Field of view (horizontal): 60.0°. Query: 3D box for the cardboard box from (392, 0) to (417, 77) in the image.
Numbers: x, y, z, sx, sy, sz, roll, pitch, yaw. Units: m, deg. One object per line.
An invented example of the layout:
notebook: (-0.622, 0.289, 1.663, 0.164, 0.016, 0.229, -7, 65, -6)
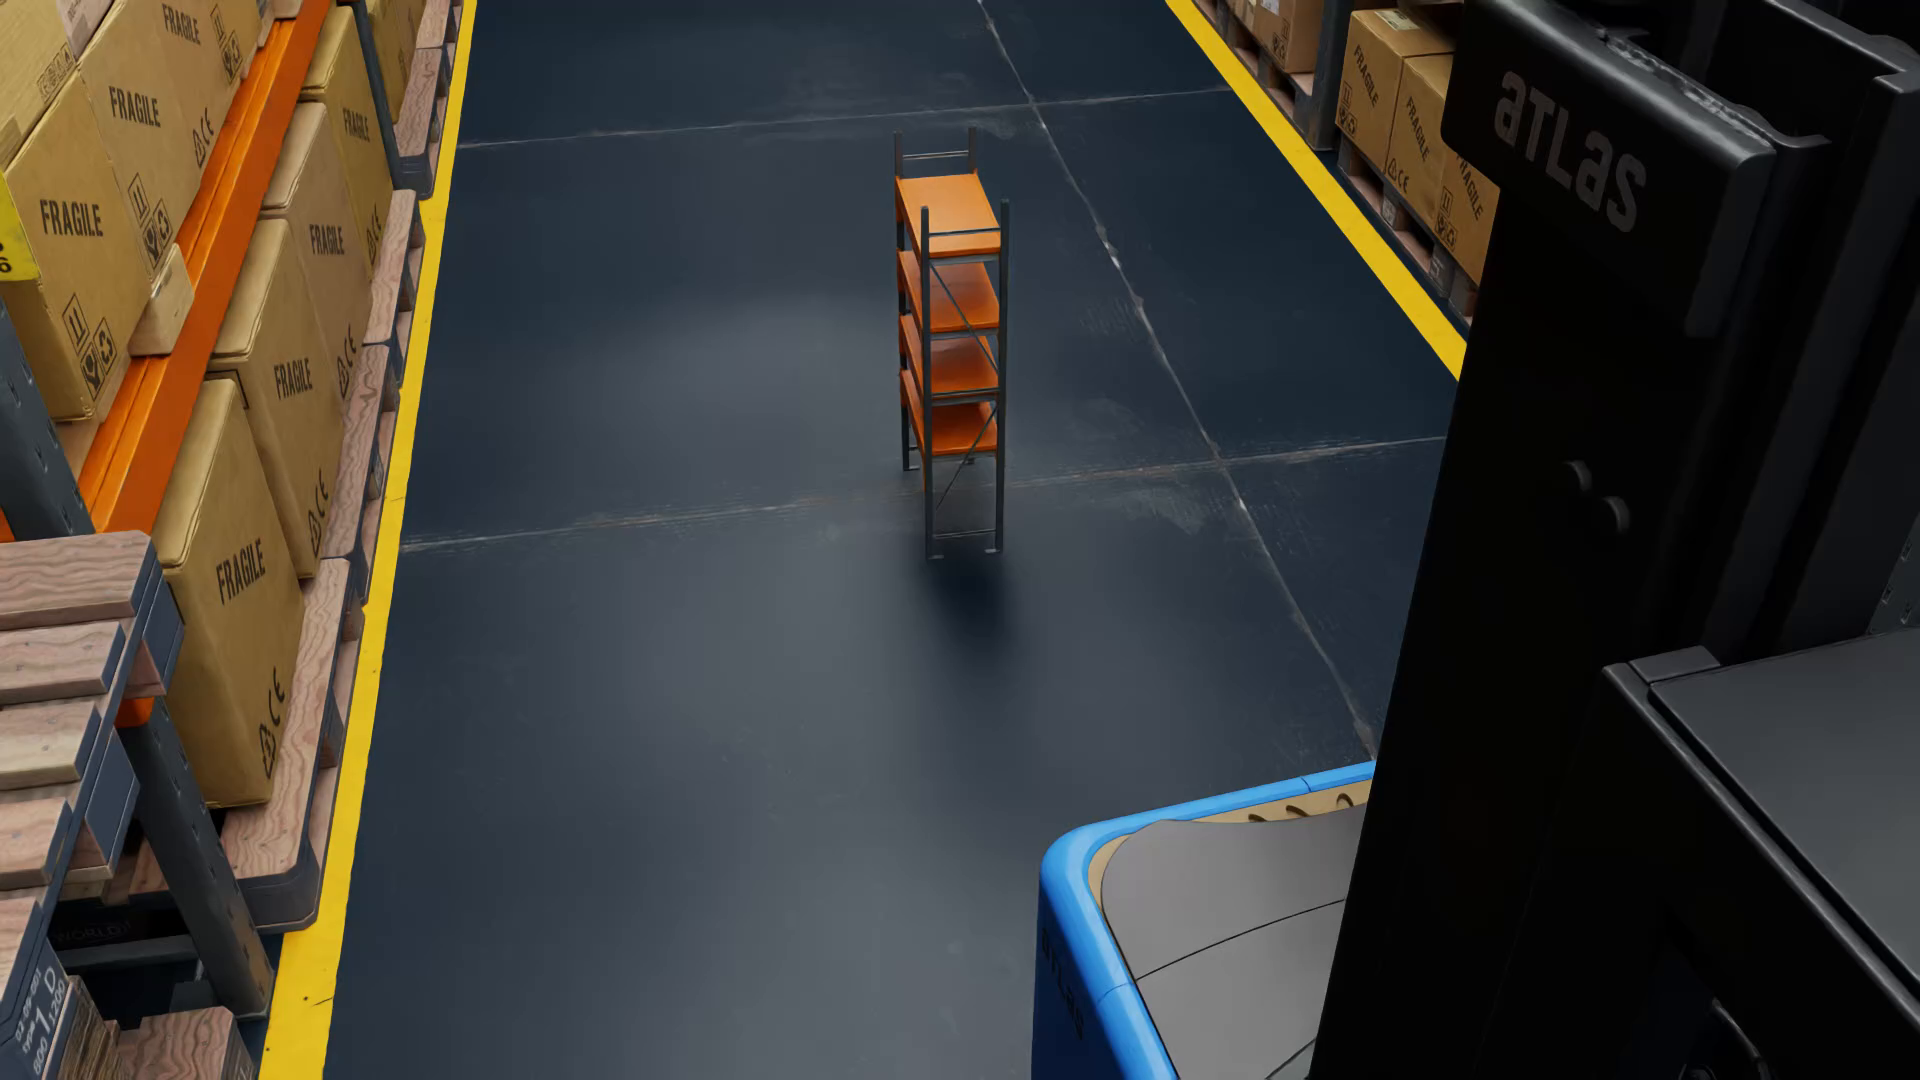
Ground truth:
cardboard box: (-2.915, -2.428, 7.625, 0.700, 0.500, 0.500, -7, 38, -8)

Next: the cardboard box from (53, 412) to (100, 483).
cardboard box: (-1.928, -0.199, 3.250, 0.380, 0.149, 0.250, -7, 38, -9)

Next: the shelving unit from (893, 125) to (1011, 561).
shelving unit: (-0.029, -0.574, 5.011, 0.258, 1.200, 0.503, -6, 38, -8)

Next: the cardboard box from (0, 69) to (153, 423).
cardboard box: (-1.932, -0.552, 3.176, 0.500, 0.500, 0.500, -5, 38, -7)

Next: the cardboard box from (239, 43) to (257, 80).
cardboard box: (-2.283, -1.445, 4.854, 0.380, 0.149, 0.250, -7, 38, -9)

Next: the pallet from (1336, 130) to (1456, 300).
pallet: (2.256, -1.429, 6.918, 1.003, 0.211, 1.213, -6, 38, -8)

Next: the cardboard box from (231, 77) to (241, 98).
cardboard box: (-2.247, -1.284, 4.646, 0.380, 0.149, 0.250, -5, 38, -7)

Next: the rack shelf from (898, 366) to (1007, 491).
rack shelf: (-0.029, -0.364, 5.174, 0.258, 0.148, 0.480, -6, 38, -8)

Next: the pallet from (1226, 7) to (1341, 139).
pallet: (1.957, -2.331, 8.079, 1.003, 0.211, 1.213, -6, 38, -8)

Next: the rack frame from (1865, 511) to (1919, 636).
rack frame: (2.778, -0.602, 3.579, 1.000, 3.000, 0.127, -6, 38, -8)

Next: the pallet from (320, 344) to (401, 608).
pallet: (-2.373, -0.185, 5.316, 1.003, 0.211, 1.213, -6, 38, -8)

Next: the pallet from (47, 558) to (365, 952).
pallet: (-2.163, 0.550, 4.369, 1.003, 0.211, 1.213, -6, 38, -8)

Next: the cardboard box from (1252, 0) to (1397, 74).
cardboard box: (1.697, -2.518, 7.725, 0.500, 0.500, 0.500, -6, 38, -8)

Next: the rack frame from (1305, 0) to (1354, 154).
rack frame: (2.076, -3.018, 6.689, 1.000, 3.000, 0.127, -6, 38, -8)

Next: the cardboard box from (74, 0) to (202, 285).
cardboard box: (-2.015, -0.870, 3.584, 0.500, 0.500, 0.500, -5, 38, -6)

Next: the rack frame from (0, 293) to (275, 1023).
rack frame: (-2.099, -0.066, 2.891, 1.000, 3.000, 0.127, -6, 38, -8)

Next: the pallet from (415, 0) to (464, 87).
pallet: (-3.074, -2.587, 8.408, 1.003, 0.211, 1.213, -6, 38, -8)

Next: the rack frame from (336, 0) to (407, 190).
rack frame: (-2.800, -2.482, 6.000, 1.000, 3.000, 0.127, -6, 38, -8)

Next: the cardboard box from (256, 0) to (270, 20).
cardboard box: (-2.292, -1.784, 4.761, 0.500, 0.500, 0.500, -6, 38, -8)

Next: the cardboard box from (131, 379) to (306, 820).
cardboard box: (-2.099, 0.158, 4.011, 0.750, 0.750, 0.750, -7, 38, -9)

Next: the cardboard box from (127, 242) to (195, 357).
cardboard box: (-1.927, -0.522, 3.665, 0.380, 0.149, 0.250, -5, 38, -7)

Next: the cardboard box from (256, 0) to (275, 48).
cardboard box: (-2.312, -1.598, 5.051, 0.380, 0.149, 0.250, -6, 38, -8)

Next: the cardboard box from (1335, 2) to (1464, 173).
cardboard box: (1.921, -1.886, 6.911, 0.500, 0.500, 0.500, -8, 39, -10)

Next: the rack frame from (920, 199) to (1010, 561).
rack frame: (0.014, -0.426, 4.821, 0.240, 1.200, 0.015, -6, 38, -8)

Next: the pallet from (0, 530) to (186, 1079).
pallet: (-1.869, 0.428, 2.410, 1.213, 0.211, 1.003, -6, 38, -8)

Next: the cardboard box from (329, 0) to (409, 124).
cardboard box: (-2.830, -2.124, 7.234, 0.700, 0.500, 0.500, -6, 38, -7)

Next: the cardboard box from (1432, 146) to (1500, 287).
cardboard box: (2.106, -1.262, 6.109, 0.500, 0.500, 0.500, -6, 38, -7)

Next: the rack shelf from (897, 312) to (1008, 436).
rack shelf: (-0.029, -0.521, 5.052, 0.258, 0.148, 0.480, -6, 38, -8)

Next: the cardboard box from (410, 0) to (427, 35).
cardboard box: (-3.003, -2.738, 8.024, 0.700, 0.500, 0.500, -5, 38, -7)

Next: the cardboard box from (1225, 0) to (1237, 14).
cardboard box: (1.566, -2.896, 8.366, 0.500, 0.311, 0.500, -6, 38, -8)

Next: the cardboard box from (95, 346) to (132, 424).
cardboard box: (-1.964, -0.352, 3.447, 0.380, 0.149, 0.250, -6, 38, -7)

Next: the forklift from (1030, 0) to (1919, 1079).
forklift: (1.025, 0.979, 1.600, 1.130, 2.935, 3.031, -10, 39, -13)

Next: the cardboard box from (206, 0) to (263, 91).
cardboard box: (-2.200, -1.483, 4.374, 0.500, 0.500, 0.500, -5, 38, -7)

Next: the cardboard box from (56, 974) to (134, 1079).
cardboard box: (-1.921, 1.176, 2.970, 0.700, 0.500, 0.500, -6, 38, -7)

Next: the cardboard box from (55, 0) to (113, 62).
cardboard box: (-2.020, -1.154, 3.339, 0.500, 0.250, 0.500, -7, 38, -9)

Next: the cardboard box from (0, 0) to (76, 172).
cardboard box: (-1.930, -0.847, 2.944, 0.500, 0.250, 0.500, -5, 38, -7)

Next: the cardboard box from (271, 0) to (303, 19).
cardboard box: (-2.289, -1.753, 5.250, 0.380, 0.149, 0.250, -6, 38, -8)

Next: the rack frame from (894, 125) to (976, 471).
rack frame: (-0.072, -0.721, 5.200, 0.240, 1.200, 0.015, -6, 38, -8)

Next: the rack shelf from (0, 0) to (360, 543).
rack shelf: (-2.449, -0.990, 4.666, 1.077, 0.370, 4.000, -6, 38, -8)

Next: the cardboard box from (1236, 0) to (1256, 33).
cardboard box: (1.572, -2.599, 8.116, 0.380, 0.149, 0.250, -6, 38, -8)

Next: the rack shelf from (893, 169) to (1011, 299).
rack shelf: (-0.029, -0.884, 4.770, 0.258, 0.148, 0.480, -6, 38, -8)

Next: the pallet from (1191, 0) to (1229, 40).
pallet: (1.740, -3.070, 9.029, 1.003, 0.211, 1.213, -6, 38, -8)

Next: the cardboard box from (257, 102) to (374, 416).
cardboard box: (-2.399, -0.884, 5.353, 0.750, 0.750, 0.750, -5, 38, -7)

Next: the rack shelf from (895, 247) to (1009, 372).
rack shelf: (-0.029, -0.697, 4.915, 0.258, 0.148, 0.480, -6, 38, -8)

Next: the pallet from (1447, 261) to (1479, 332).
pallet: (2.473, -0.691, 5.967, 1.003, 0.211, 1.213, -6, 38, -8)

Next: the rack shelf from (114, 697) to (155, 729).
rack shelf: (-1.748, 1.426, 1.556, 1.077, 0.370, 4.000, -6, 38, -8)

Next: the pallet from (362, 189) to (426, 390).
pallet: (-2.591, -0.923, 6.266, 1.003, 0.211, 1.213, -6, 38, -8)

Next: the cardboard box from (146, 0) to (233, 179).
cardboard box: (-2.101, -1.169, 3.970, 0.500, 0.500, 0.500, -6, 38, -8)

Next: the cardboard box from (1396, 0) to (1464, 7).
cardboard box: (2.216, -2.406, 7.735, 0.500, 0.311, 0.500, -6, 38, -8)

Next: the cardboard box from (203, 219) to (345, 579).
cardboard box: (-2.246, -0.371, 4.693, 0.750, 0.750, 0.750, -6, 38, -8)

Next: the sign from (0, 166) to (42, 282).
sign: (-1.566, -0.556, 2.642, 0.100, 0.325, 0.005, -6, 38, -8)

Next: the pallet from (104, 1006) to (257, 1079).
pallet: (-1.963, 1.507, 3.138, 1.003, 0.211, 1.213, -6, 38, -8)

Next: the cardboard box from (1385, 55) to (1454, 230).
cardboard box: (2.026, -1.565, 6.498, 0.500, 0.500, 0.500, -6, 38, -7)

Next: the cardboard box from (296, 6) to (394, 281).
cardboard box: (-2.558, -1.421, 6.044, 0.750, 0.750, 0.750, -6, 38, -7)

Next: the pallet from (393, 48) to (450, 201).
pallet: (-2.856, -1.849, 7.458, 1.003, 0.211, 1.213, -6, 38, -8)
